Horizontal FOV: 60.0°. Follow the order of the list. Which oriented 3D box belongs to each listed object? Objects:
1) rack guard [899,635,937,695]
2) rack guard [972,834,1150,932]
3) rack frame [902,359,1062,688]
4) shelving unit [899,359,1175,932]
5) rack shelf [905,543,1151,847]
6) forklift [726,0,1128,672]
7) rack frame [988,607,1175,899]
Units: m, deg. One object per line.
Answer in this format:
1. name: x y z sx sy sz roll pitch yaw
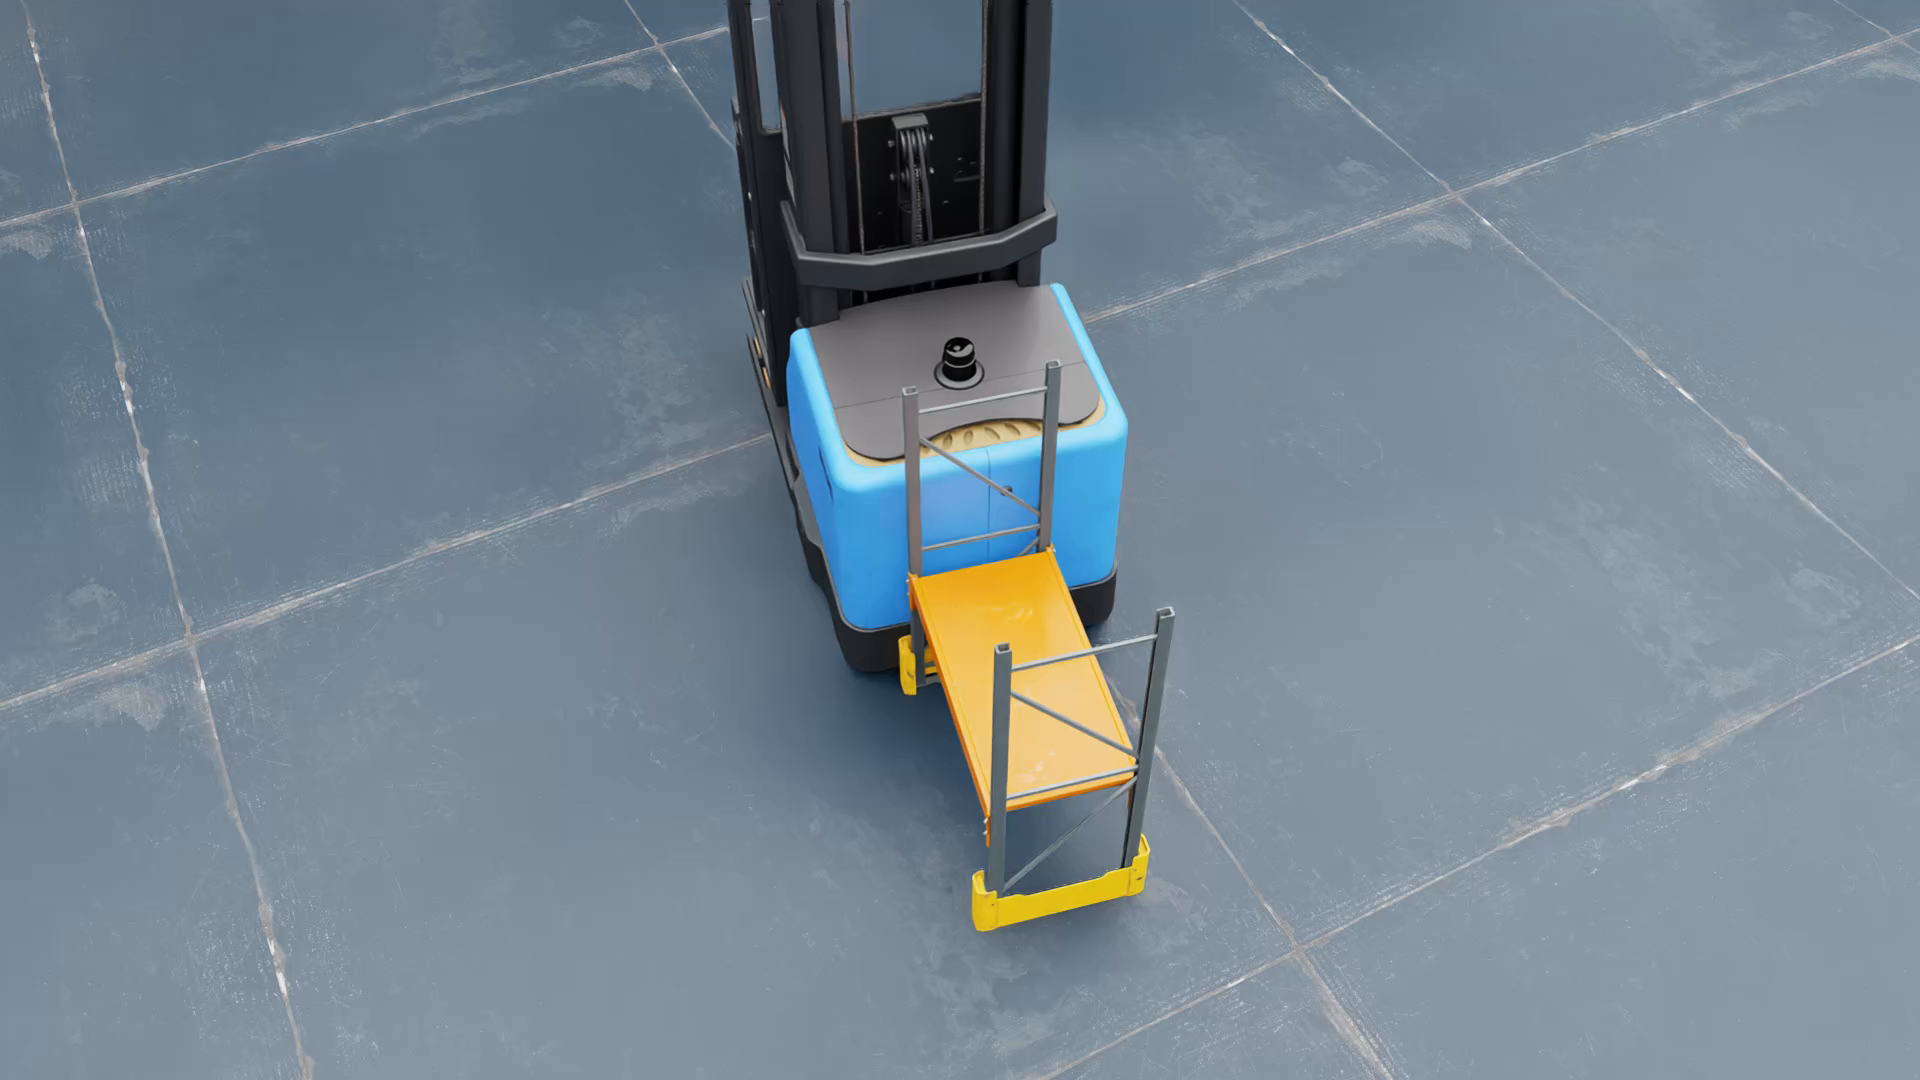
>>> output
1. rack guard: 0.069 0.407 6.120 0.587 0.250 0.087 -12 50 -10
2. rack guard: 0.330 1.131 5.487 0.587 0.250 0.087 -12 50 -10
3. rack frame: 0.068 -0.005 5.651 0.500 1.500 0.032 -12 50 -10
4. shelving unit: 0.199 0.358 5.333 0.587 1.500 1.083 -12 50 -10
5. rack shelf: 0.202 0.483 5.463 0.538 0.185 1.000 -12 50 -10
6. forklift: -0.295 -1.617 6.110 1.130 2.935 3.031 -12 50 -10
7. rack frame: 0.335 0.734 5.005 0.500 1.500 0.032 -12 50 -10
